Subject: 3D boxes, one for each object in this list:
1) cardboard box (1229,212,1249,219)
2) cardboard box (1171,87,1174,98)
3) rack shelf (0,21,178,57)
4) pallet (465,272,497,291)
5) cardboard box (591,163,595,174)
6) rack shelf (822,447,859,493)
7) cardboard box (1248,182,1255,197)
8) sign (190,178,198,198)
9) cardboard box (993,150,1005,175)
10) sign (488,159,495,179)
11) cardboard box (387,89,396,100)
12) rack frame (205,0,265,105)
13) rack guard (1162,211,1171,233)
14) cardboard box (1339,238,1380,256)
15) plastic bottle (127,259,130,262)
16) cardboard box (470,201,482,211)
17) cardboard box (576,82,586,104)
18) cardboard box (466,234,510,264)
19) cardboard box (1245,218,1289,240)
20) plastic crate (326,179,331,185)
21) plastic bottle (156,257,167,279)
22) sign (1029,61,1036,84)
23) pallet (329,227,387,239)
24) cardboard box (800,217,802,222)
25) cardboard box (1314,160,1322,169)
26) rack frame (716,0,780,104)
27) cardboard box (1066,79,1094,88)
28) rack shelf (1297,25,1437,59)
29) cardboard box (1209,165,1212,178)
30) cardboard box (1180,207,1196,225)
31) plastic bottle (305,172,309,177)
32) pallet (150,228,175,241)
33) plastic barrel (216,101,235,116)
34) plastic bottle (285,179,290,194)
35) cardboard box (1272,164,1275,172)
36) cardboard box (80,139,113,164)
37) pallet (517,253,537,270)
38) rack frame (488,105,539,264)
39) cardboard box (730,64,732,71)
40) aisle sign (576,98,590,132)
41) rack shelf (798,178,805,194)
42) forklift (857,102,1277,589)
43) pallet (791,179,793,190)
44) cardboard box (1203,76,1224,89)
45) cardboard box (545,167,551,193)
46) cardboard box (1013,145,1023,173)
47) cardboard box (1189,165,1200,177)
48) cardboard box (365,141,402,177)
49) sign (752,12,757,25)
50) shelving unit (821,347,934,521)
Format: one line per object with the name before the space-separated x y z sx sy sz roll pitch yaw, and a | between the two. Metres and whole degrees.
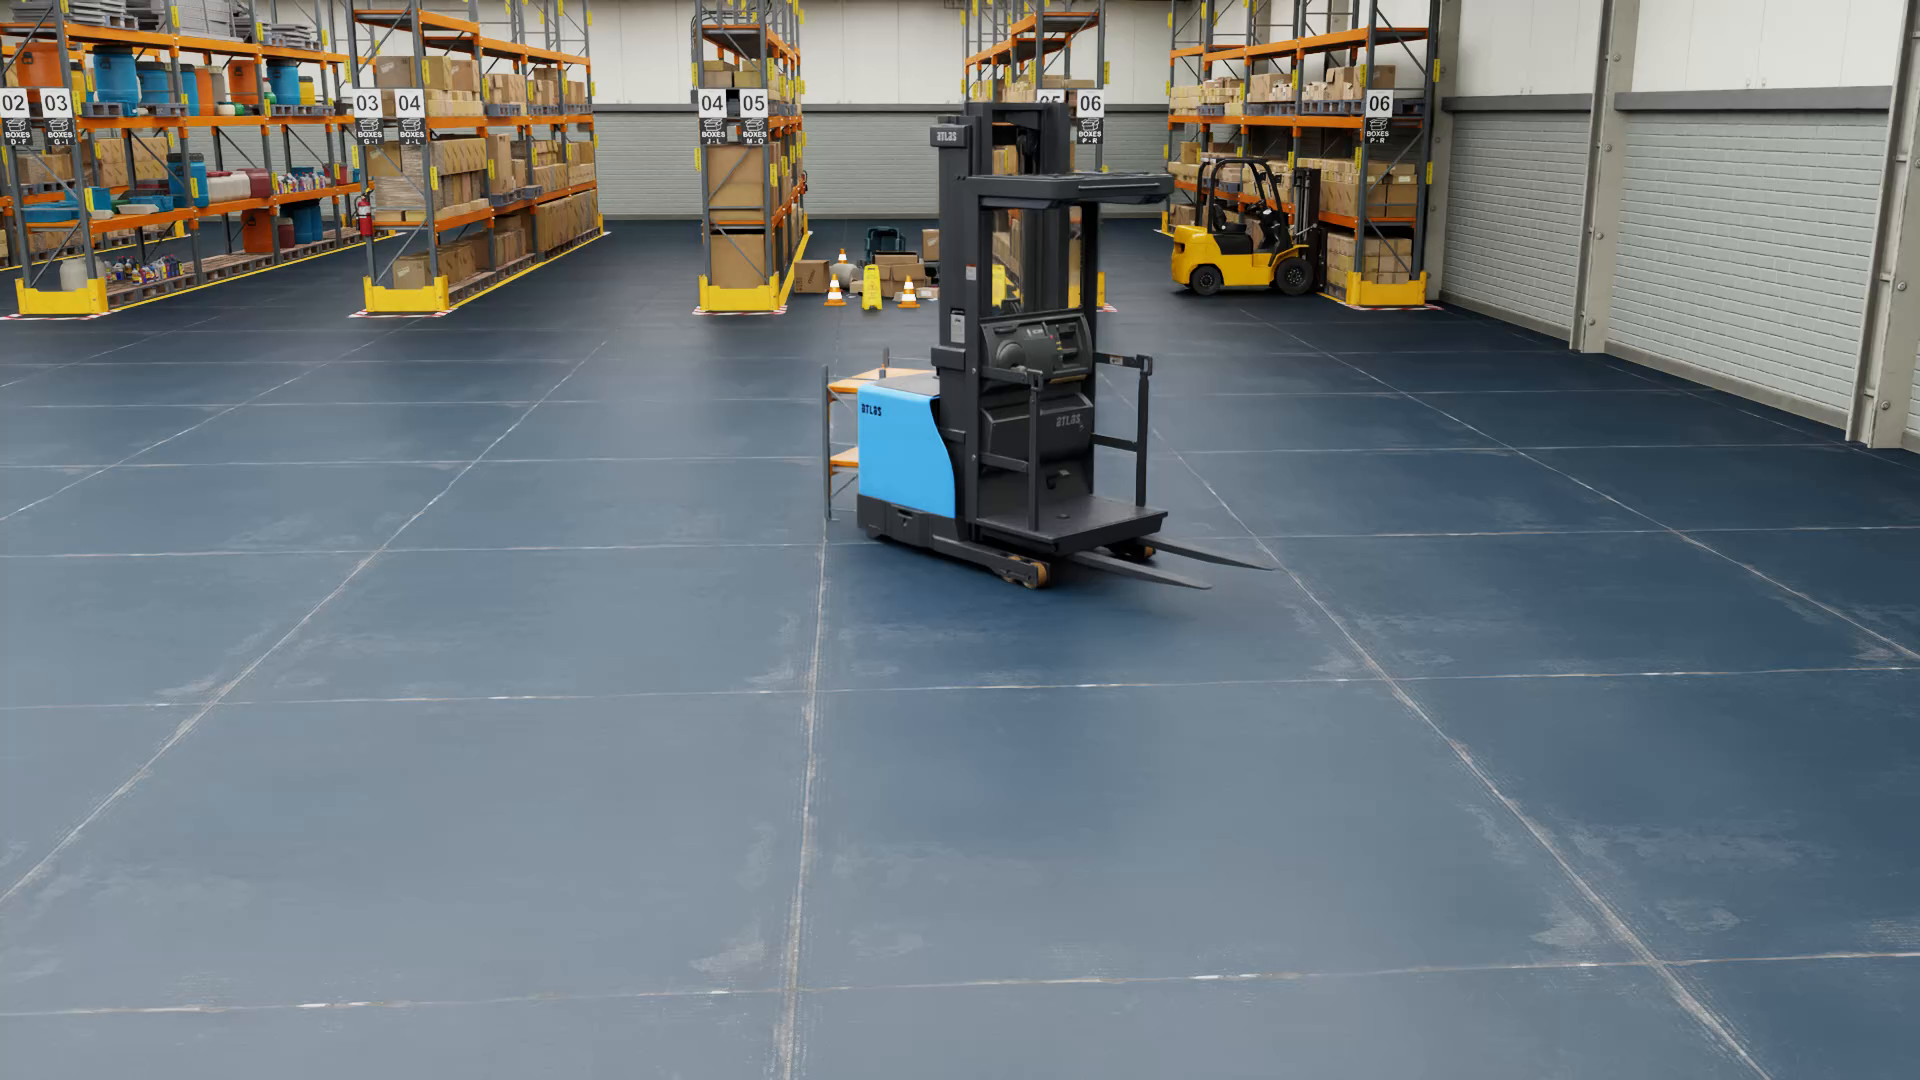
cardboard box | 5.807 -6.727 34.525 0.380 0.149 0.250 0 14 -2
cardboard box | 5.363 -10.743 39.942 0.500 0.250 0.500 -1 14 -4
rack shelf | -13.335 -7.666 25.507 1.077 0.370 4.000 -1 14 -3
pallet | -8.438 -4.359 28.046 1.003 0.211 1.213 -1 14 -3
cardboard box | -8.964 -8.816 39.474 0.500 0.250 0.500 -1 14 -4
rack shelf | -0.556 -0.554 12.404 0.538 0.278 1.000 6 16 22
cardboard box | 5.892 -6.790 32.197 0.500 0.250 0.500 -1 14 -5
sign | -12.909 -5.940 28.036 0.100 0.325 0.005 -1 14 -3
cardboard box | 0.925 -7.304 32.256 0.500 0.500 0.500 -1 14 -5
sign | -7.974 -6.306 28.278 0.100 0.325 0.005 -1 14 -3
cardboard box | -8.495 -6.585 24.583 0.380 0.149 0.250 -1 14 -5
rack frame | -13.706 -9.700 31.167 1.000 3.000 0.127 -1 14 -3
rack guard | 5.591 -7.862 41.079 1.175 0.500 0.348 -1 14 -3
cardboard box | 6.238 -4.578 25.967 0.500 0.250 0.500 0 14 -2
plastic bottle | -13.829 -4.528 27.688 0.152 0.276 0.135 0 14 -1
cardboard box | -8.120 -5.520 27.464 0.380 0.149 0.250 -1 14 -3
cardboard box | -9.173 -10.485 38.994 0.700 0.500 0.500 -2 15 -7
cardboard box | -8.578 -5.290 30.200 0.700 0.500 0.500 -2 15 -8
cardboard box | 6.107 -6.000 32.748 0.875 0.625 0.625 0 14 -2
plastic crate | -13.841 -7.809 36.265 0.396 0.136 0.243 -1 14 -3
plastic bottle | -13.099 -4.446 27.221 0.144 0.351 0.185 -1 14 -4
sign | 1.068 -6.912 24.576 0.100 0.325 0.005 -1 14 -3
pallet | -14.190 -7.228 39.195 1.003 0.211 1.213 -1 14 -3
cardboard box | -3.906 -7.494 38.915 0.380 0.149 0.250 -1 14 -3
cardboard box | 6.141 -6.273 27.788 0.380 0.149 0.250 -1 14 -4
rack frame | -3.559 -8.833 27.798 1.000 3.000 0.127 -1 14 -3
cardboard box | 1.805 -6.843 24.988 0.380 0.149 0.250 -1 14 -4
rack shelf | 6.454 -7.973 26.700 1.077 0.370 4.000 -1 14 -3
cardboard box | 5.537 -7.883 35.573 0.396 0.266 0.258 0 14 -1
cardboard box | 5.477 -7.584 39.157 0.500 0.500 0.500 -1 14 -2
plastic bottle | -13.715 -7.540 34.910 0.144 0.351 0.185 -1 14 -3
pallet | -19.091 -7.141 38.857 1.003 0.211 1.213 -1 14 -3
plastic barrel | -13.395 -7.868 30.343 0.301 0.262 0.301 0 14 0
plastic bottle | -13.416 -7.057 33.169 0.061 0.283 0.133 -1 14 -3
cardboard box | 5.978 -6.868 30.698 0.380 0.149 0.250 -1 14 -3
cardboard box | -18.647 -8.368 35.823 0.500 0.500 0.500 -1 14 -2
pallet | -8.716 -5.326 31.804 1.003 0.211 1.213 -1 14 -3
rack frame | -8.763 -6.871 32.212 1.000 3.000 0.127 -1 14 -3
cardboard box | -3.765 -7.360 25.952 0.380 0.149 0.250 -1 14 -3
aisle sign | -8.964 -10.142 39.708 0.394 0.787 0.004 -1 14 -3
rack shelf | -4.178 -8.066 38.301 1.077 0.370 4.000 -1 14 -3
forklift | 0.643 -1.260 10.542 1.130 2.935 3.031 -13 19 -41
pallet | -3.970 -7.321 34.347 1.003 0.211 1.213 -1 14 -3
cardboard box | 5.504 -9.944 36.166 0.396 0.266 0.258 -1 14 -4
cardboard box | -8.591 -7.300 33.679 0.500 0.500 0.500 -1 14 -4
cardboard box | 1.216 -6.086 26.357 0.700 0.500 0.500 -1 14 -4
cardboard box | 5.513 -8.415 37.917 0.500 0.250 0.500 -1 14 -3
cardboard box | -8.548 -5.691 24.822 0.500 0.500 0.500 -1 14 -3
sign | -4.844 -12.300 39.238 0.100 0.325 0.005 -1 14 -3
shelving unit | -0.556 -0.791 12.343 0.538 1.125 1.048 6 16 22
